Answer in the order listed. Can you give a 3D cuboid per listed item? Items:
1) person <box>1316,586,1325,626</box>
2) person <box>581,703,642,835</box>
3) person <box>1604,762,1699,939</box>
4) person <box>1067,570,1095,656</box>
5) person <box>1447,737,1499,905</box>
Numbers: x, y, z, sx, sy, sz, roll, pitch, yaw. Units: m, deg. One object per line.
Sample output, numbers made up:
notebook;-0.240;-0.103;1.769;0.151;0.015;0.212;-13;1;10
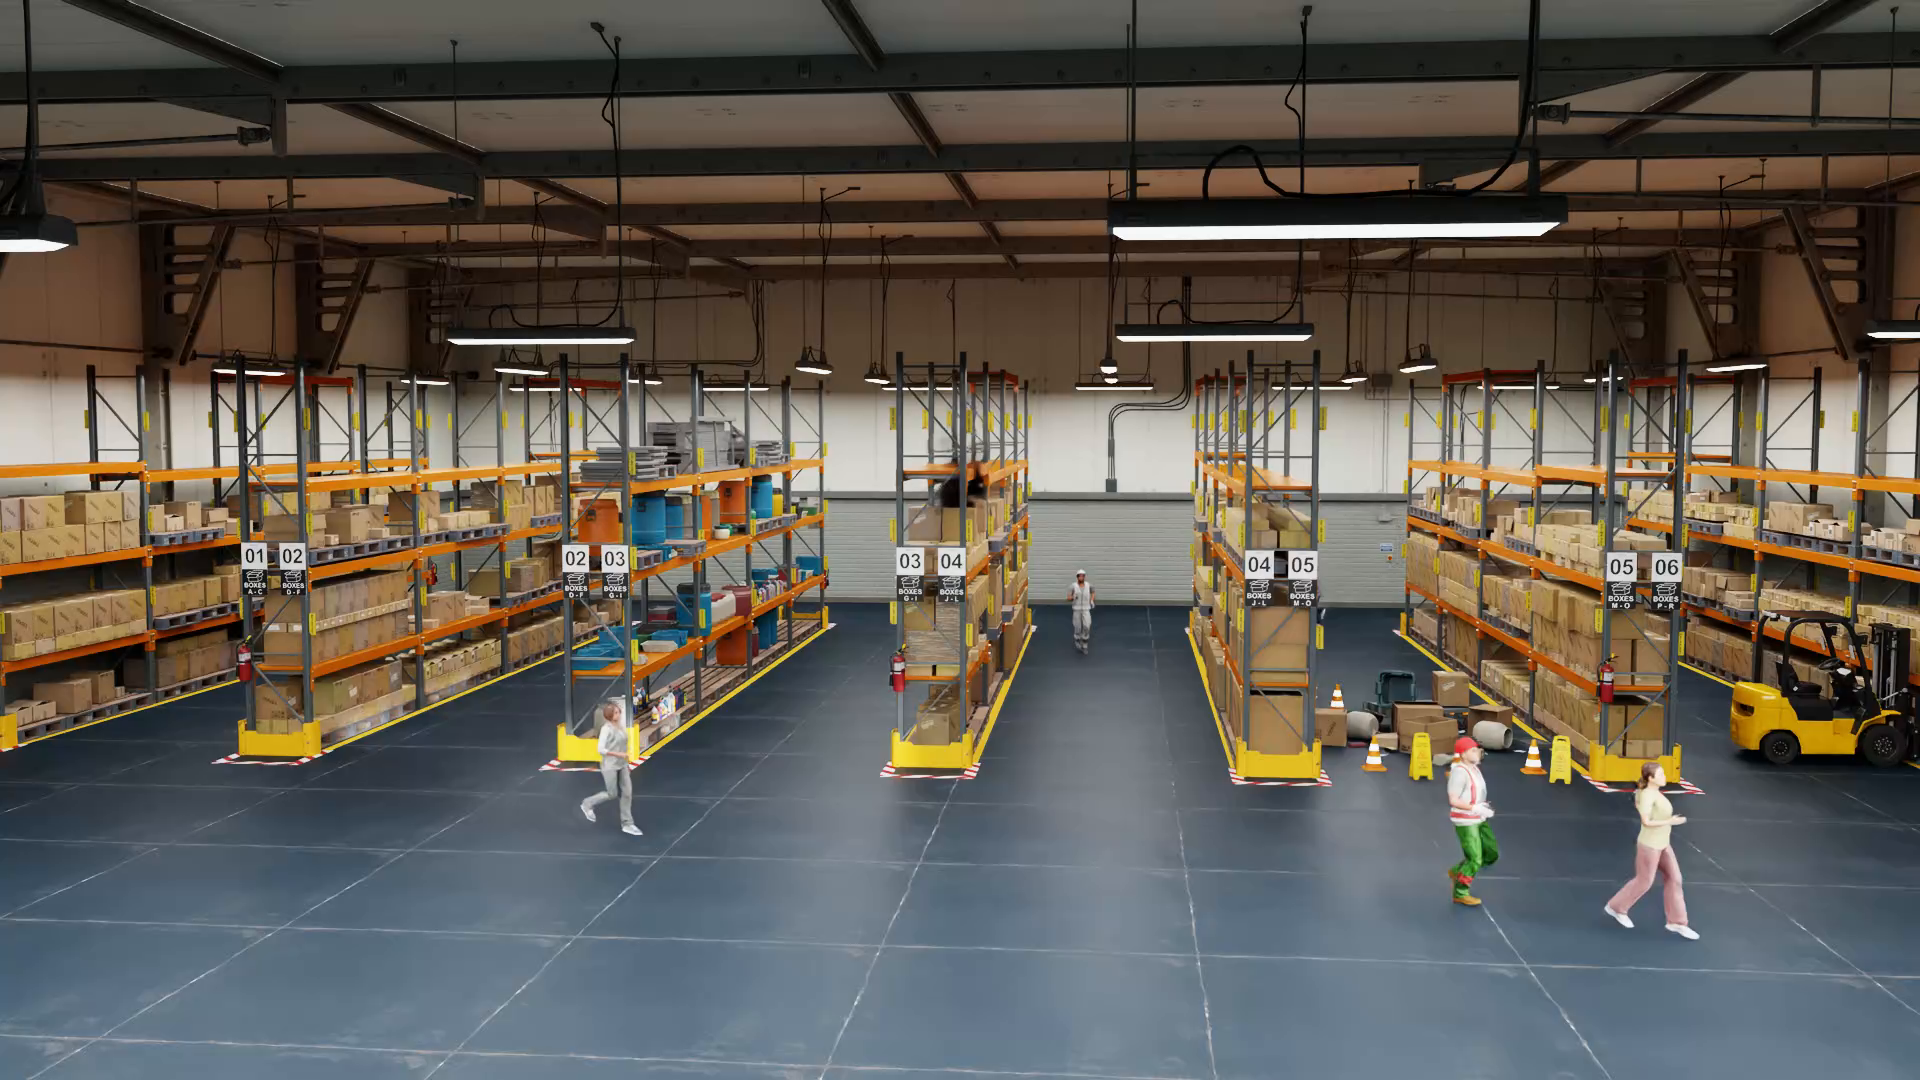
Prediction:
person;8.559;1.433;40.537;0.614;1.418;0.528;0;4;-3
person;-4.230;2.773;20.206;0.839;1.591;0.538;2;4;22
person;6.737;2.989;16.165;0.862;1.681;0.573;3;5;38
person;2.615;1.557;35.843;0.632;1.836;0.736;0;4;0
person;5.300;2.906;17.182;0.598;1.740;0.648;3;5;40
